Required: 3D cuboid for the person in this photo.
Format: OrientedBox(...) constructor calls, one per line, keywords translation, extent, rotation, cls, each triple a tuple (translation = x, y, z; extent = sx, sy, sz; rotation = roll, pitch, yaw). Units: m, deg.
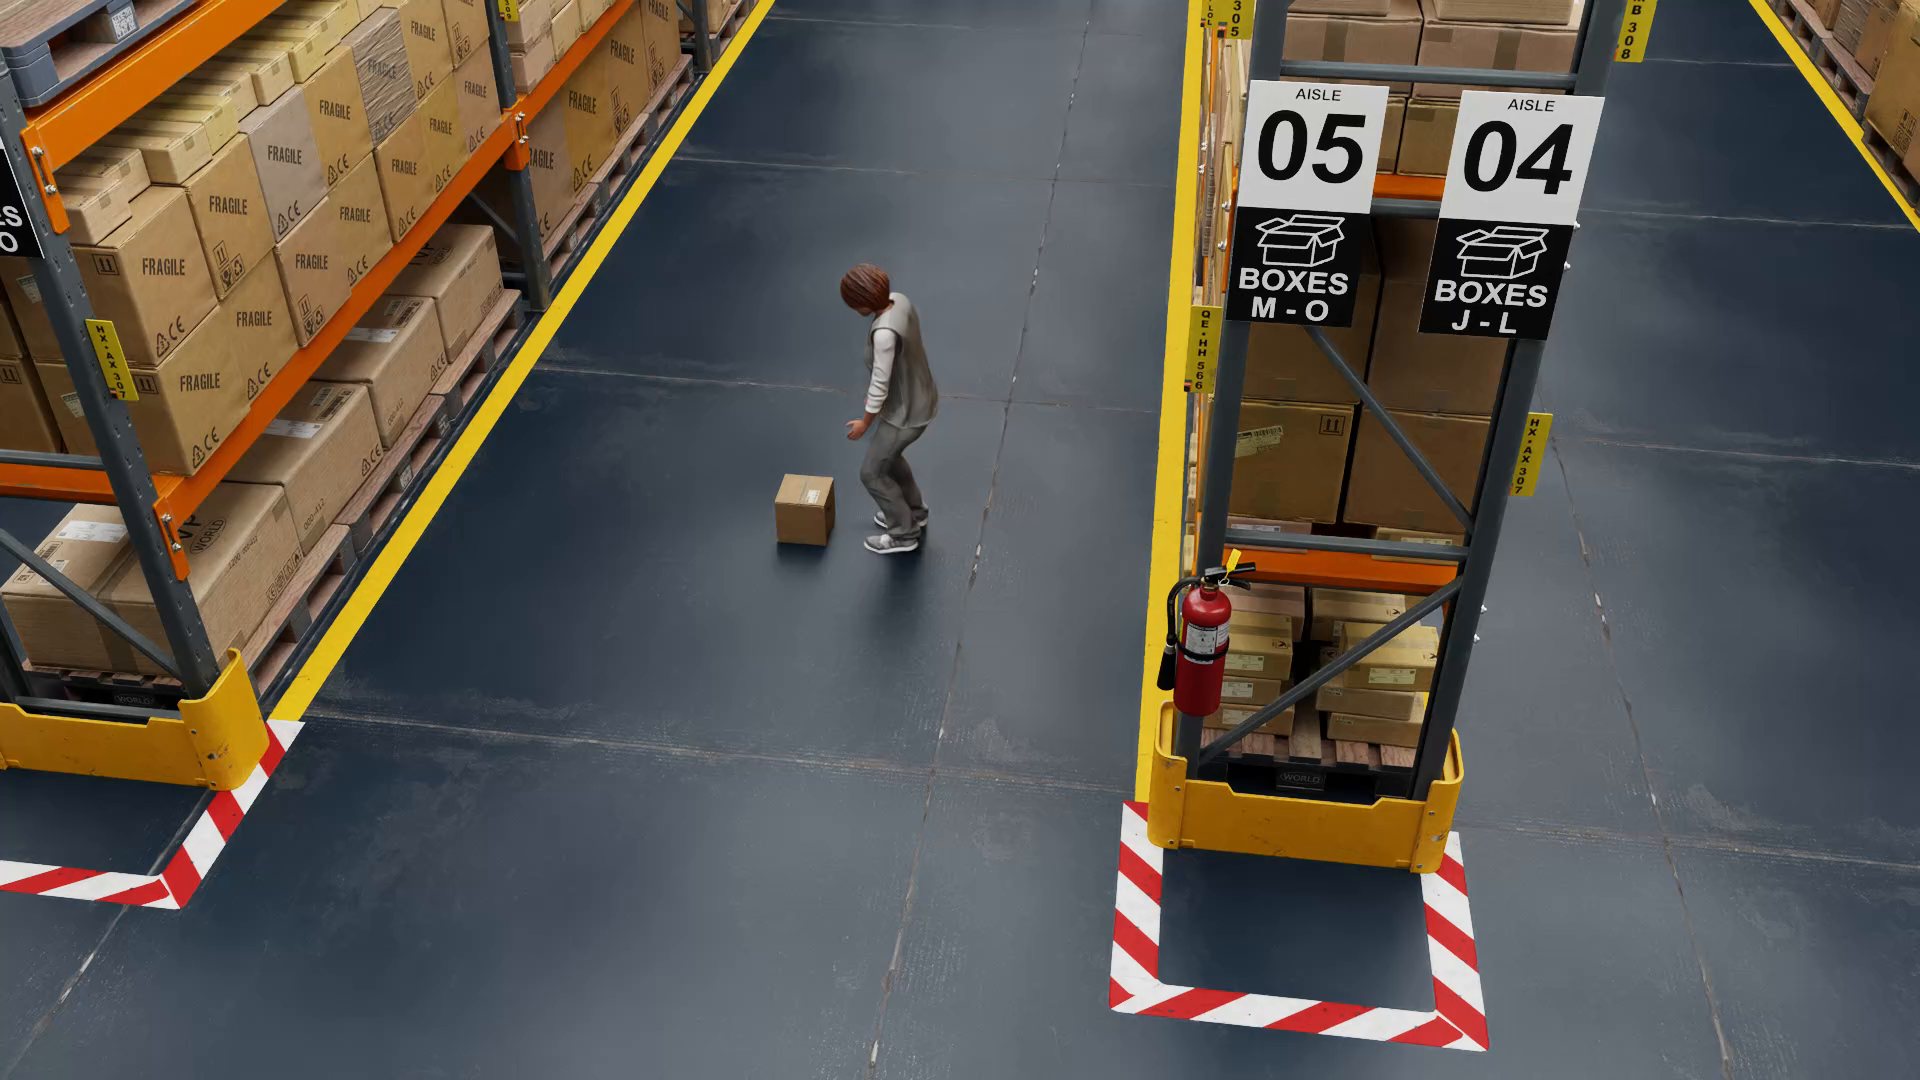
OrientedBox(translation=(-0.326, -0.604, 7.939), extent=(0.437, 1.510, 0.437), rotation=(5, 37, 7), cls="person")
